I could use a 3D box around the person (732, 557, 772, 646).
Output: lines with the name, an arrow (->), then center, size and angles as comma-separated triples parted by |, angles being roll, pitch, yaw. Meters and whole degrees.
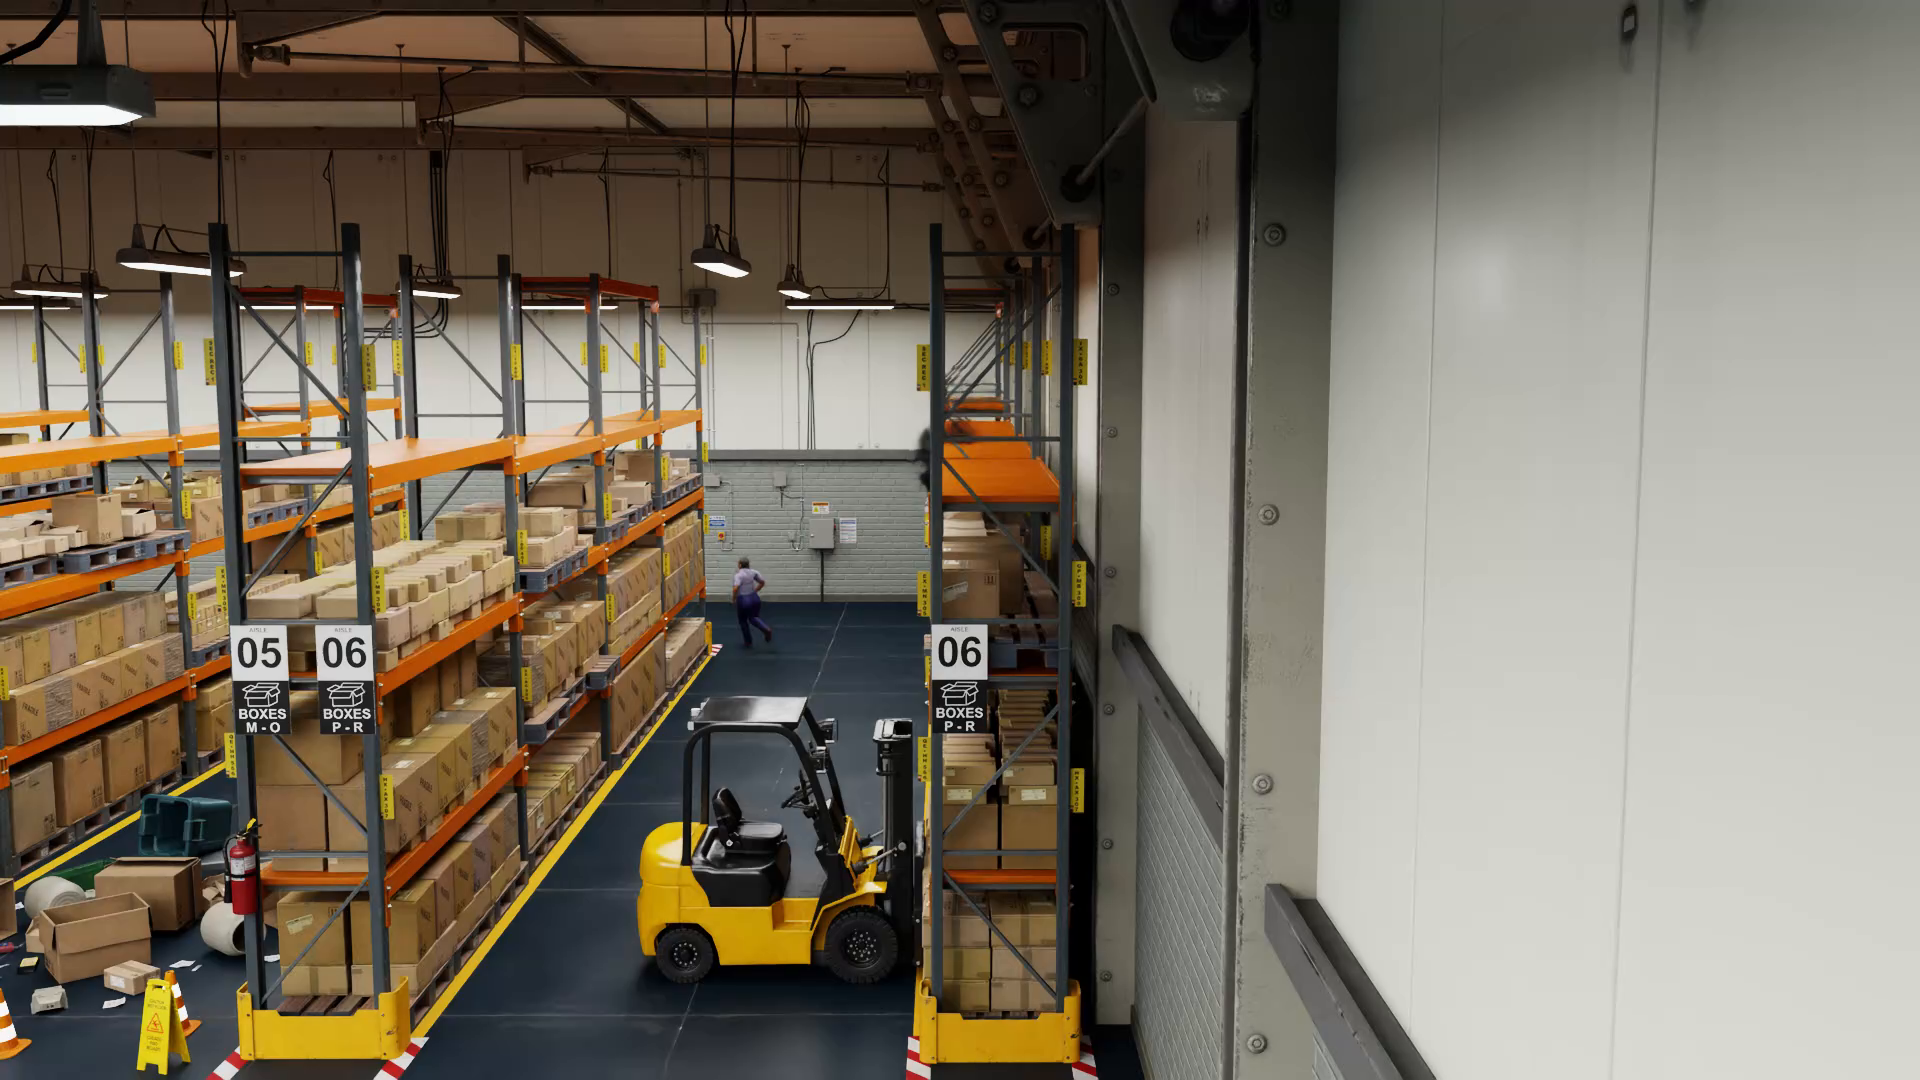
person -> -3.654, 1.075, 28.436 | 0.663, 1.576, 0.751 | -6, 9, -41
